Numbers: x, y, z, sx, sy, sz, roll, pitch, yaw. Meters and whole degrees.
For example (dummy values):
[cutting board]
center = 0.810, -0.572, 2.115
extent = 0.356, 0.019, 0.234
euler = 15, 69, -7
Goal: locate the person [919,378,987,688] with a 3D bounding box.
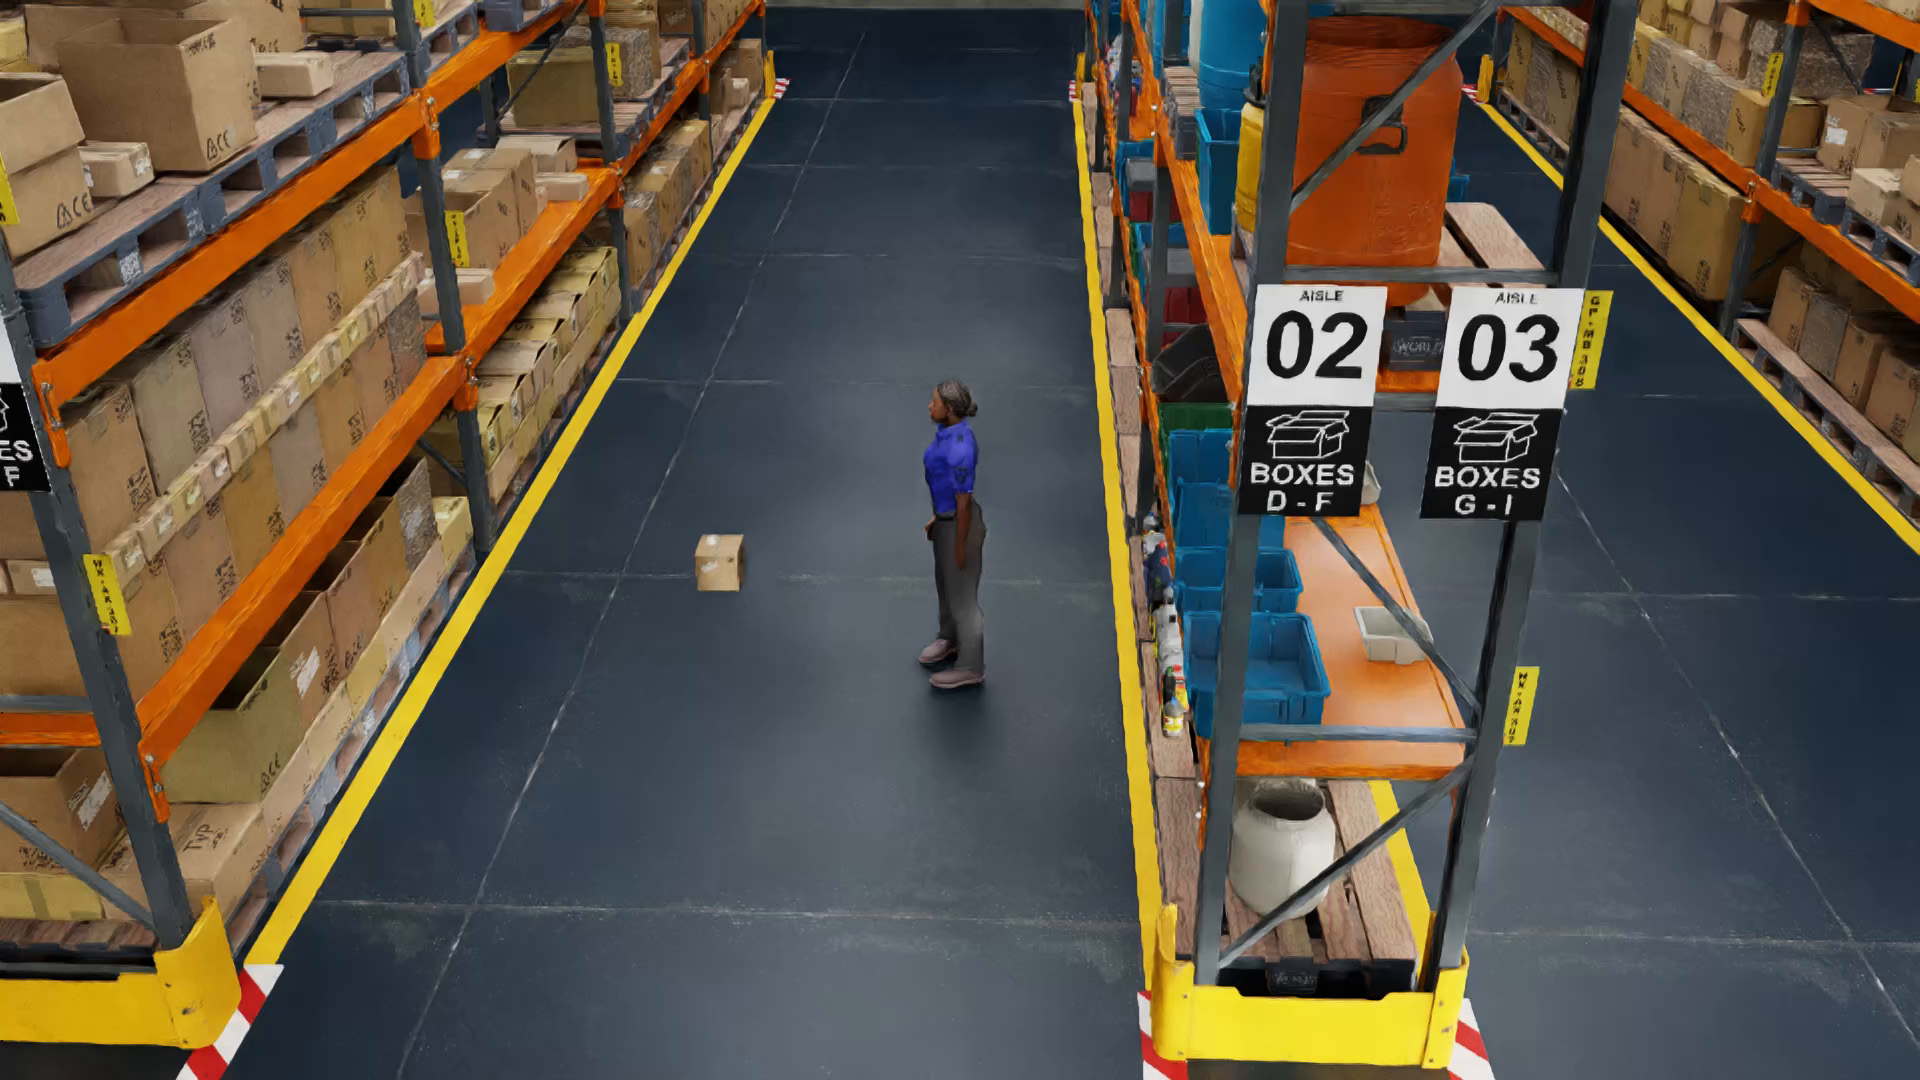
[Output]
[person]
center = -0.043, -0.049, 8.695
extent = 0.359, 1.657, 0.490
euler = -3, 28, -5
